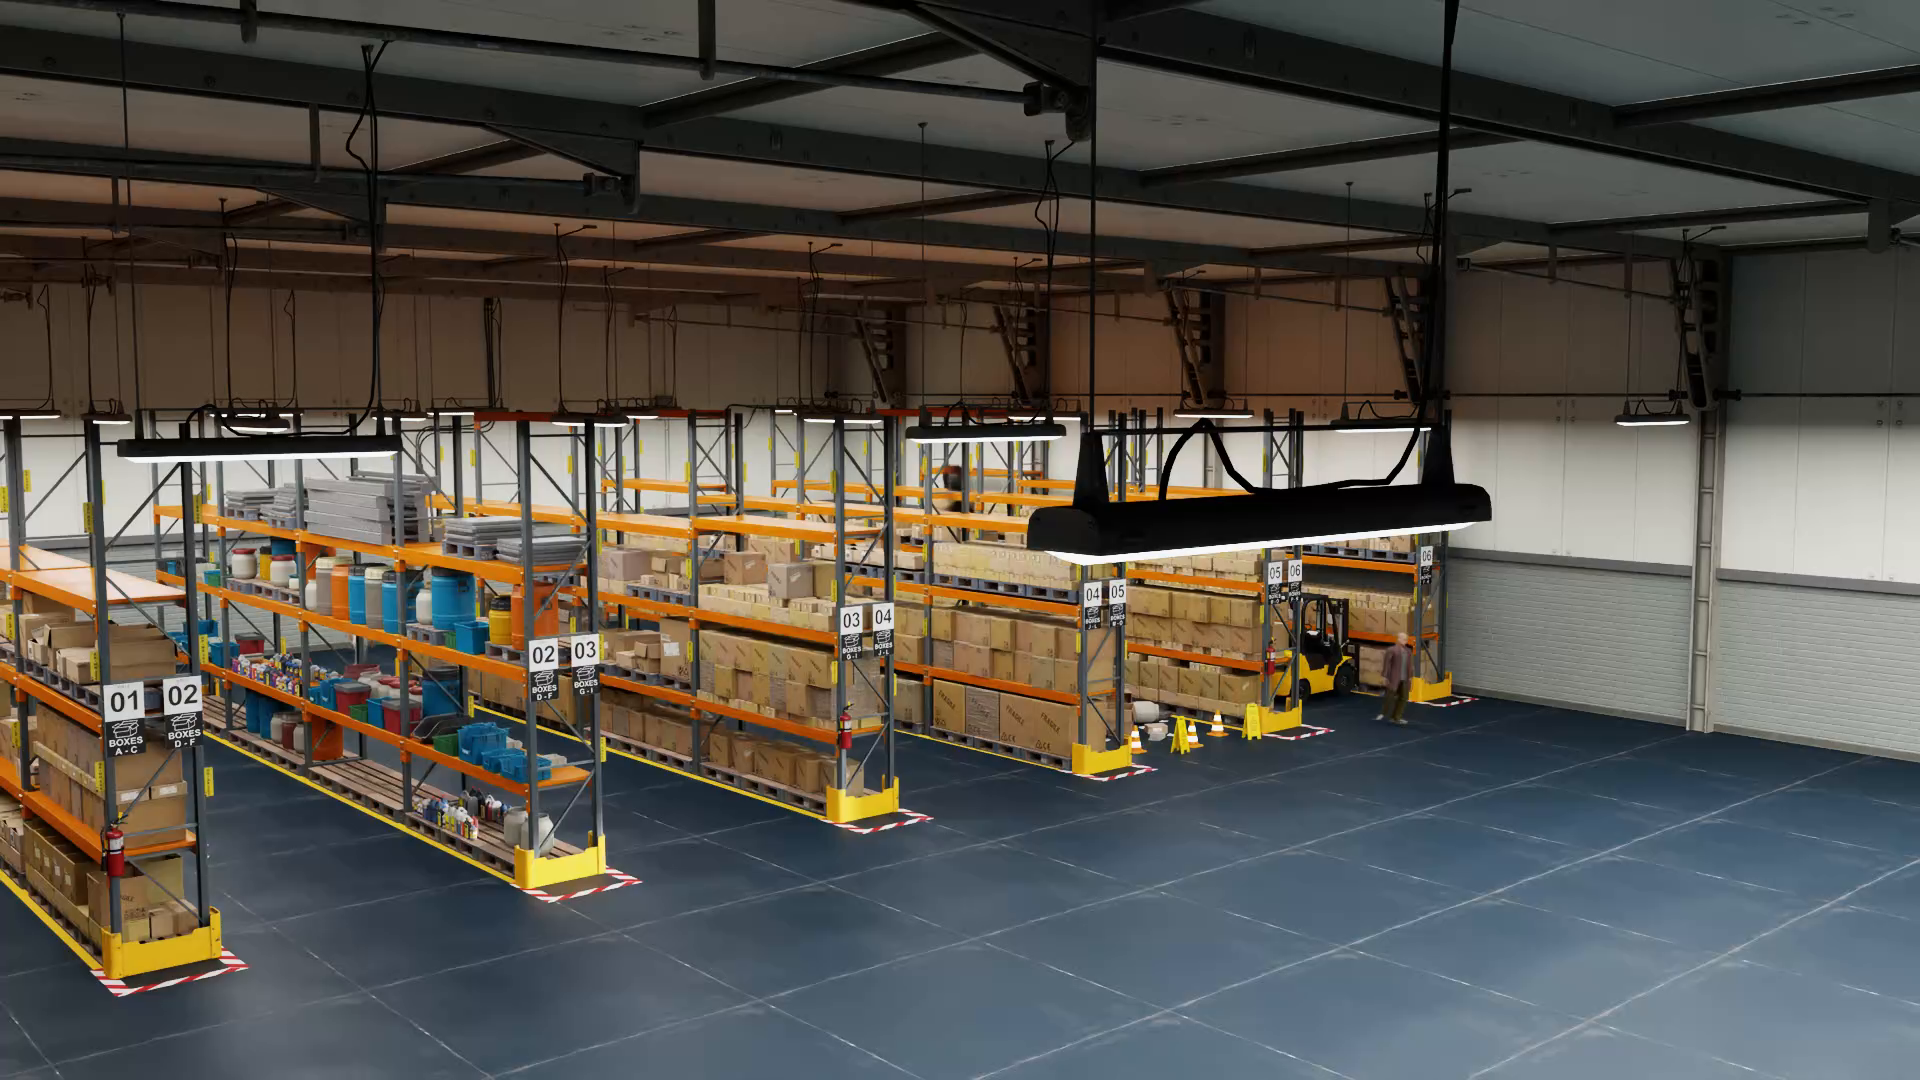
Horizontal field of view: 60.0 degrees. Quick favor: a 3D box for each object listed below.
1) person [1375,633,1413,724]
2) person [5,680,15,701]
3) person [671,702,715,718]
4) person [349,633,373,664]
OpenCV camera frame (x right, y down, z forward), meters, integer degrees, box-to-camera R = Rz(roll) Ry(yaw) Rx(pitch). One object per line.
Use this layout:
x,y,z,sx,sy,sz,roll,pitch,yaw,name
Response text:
8.341,2.650,31.928,0.709,1.759,0.532,-2,5,-24,person
-17.848,2.757,31.312,0.848,1.715,0.527,3,6,31,person
-5.199,2.730,32.593,1.168,1.542,0.647,2,5,23,person
-13.298,2.322,36.687,0.561,1.577,0.725,2,5,18,person
